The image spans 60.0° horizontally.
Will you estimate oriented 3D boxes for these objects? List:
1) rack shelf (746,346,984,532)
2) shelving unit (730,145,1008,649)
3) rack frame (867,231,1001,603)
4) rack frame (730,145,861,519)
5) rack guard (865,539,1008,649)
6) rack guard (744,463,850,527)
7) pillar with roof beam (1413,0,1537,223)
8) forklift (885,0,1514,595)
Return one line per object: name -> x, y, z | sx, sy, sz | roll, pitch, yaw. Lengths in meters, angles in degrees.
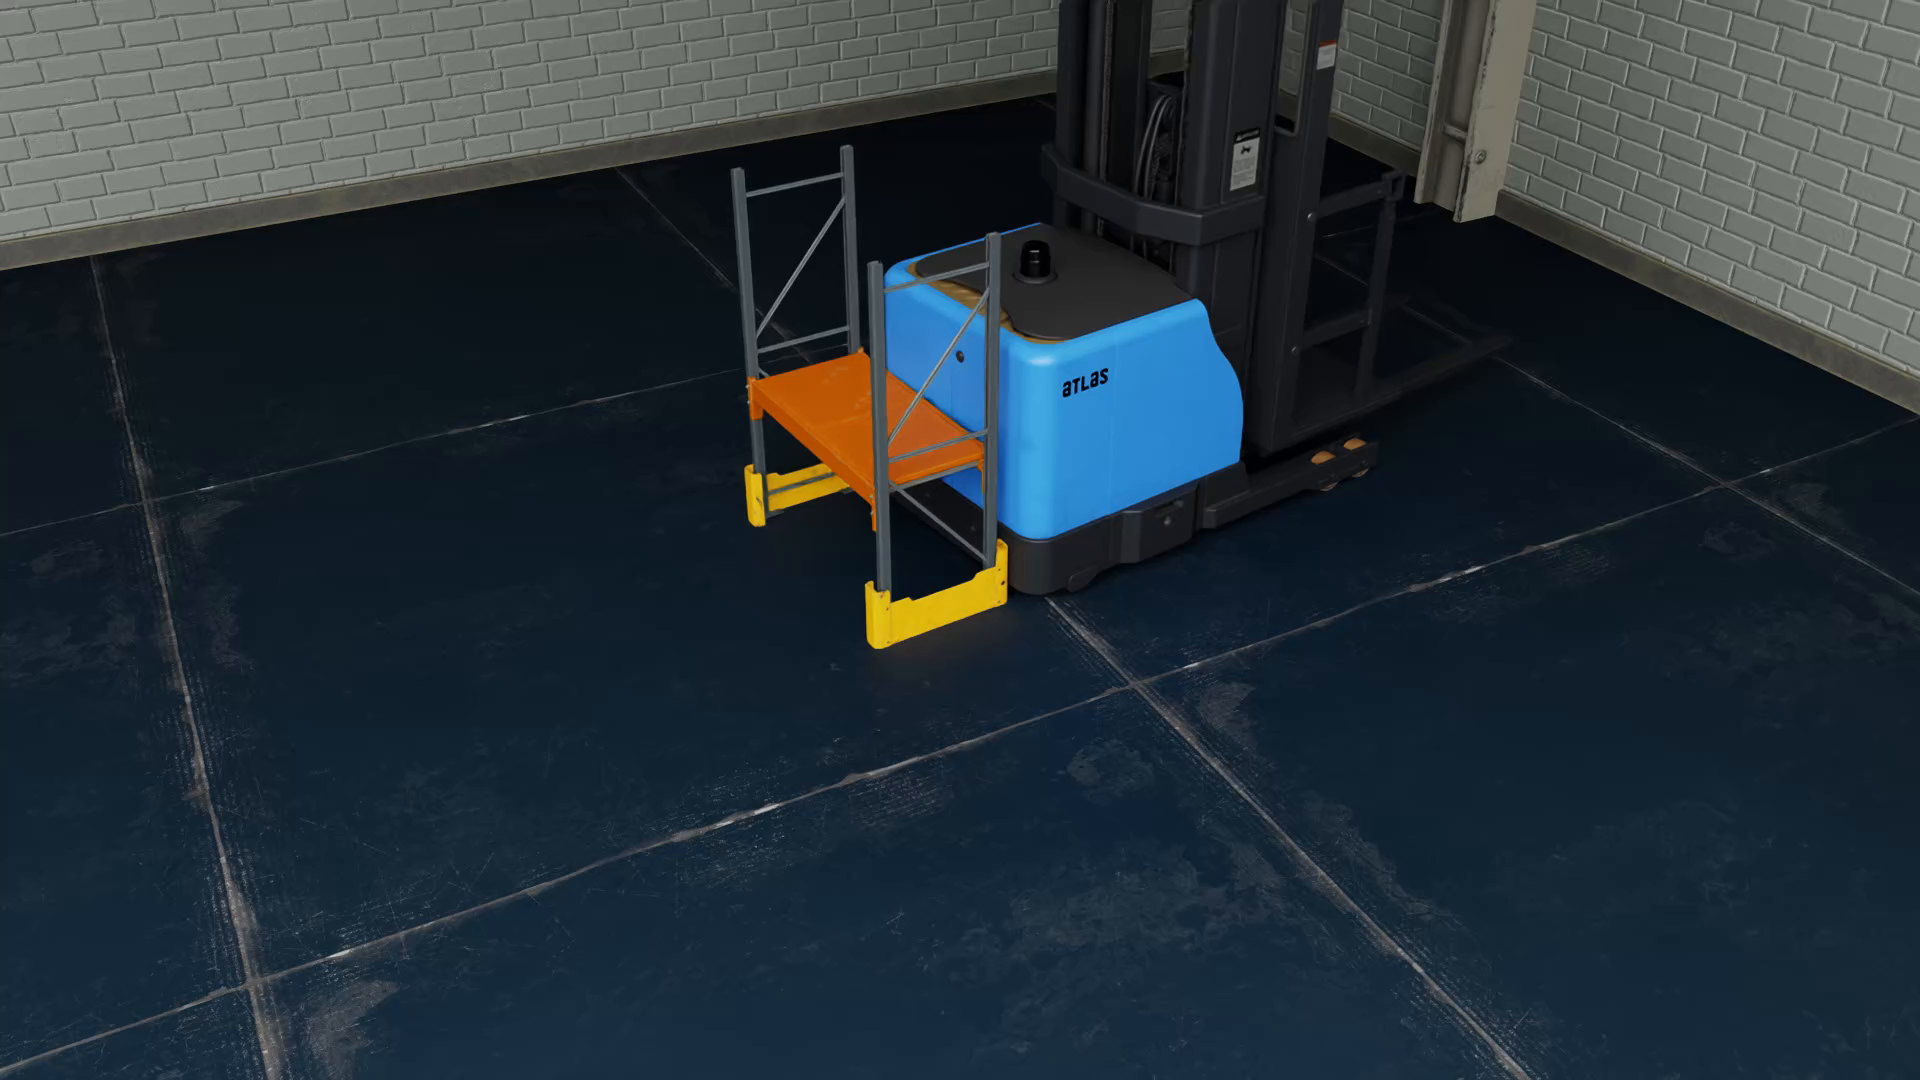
rack shelf -> -0.351, -0.408, 6.330 | 0.538, 0.185, 1.000 | -19, 37, -27
shelving unit -> -0.347, -0.555, 6.226 | 0.587, 1.500, 1.083 | -19, 37, -27
rack frame -> -0.081, -0.327, 5.870 | 0.500, 1.500, 0.032 | -19, 37, -27
rack frame -> -0.622, -0.791, 6.595 | 0.500, 1.500, 0.032 | -19, 37, -27
rack guard -> -0.082, 0.198, 6.208 | 0.587, 0.250, 0.087 | -19, 37, -27
rack guard -> -0.612, -0.256, 6.918 | 0.587, 0.250, 0.087 | -19, 37, -27
pillar with roof beam -> -0.884, -4.672, 5.700 | 9.100, 9.000, 0.400 | -16, 36, -23
forklift -> 1.183, -1.652, 6.612 | 3.031, 2.935, 1.130 | -22, 38, -30
